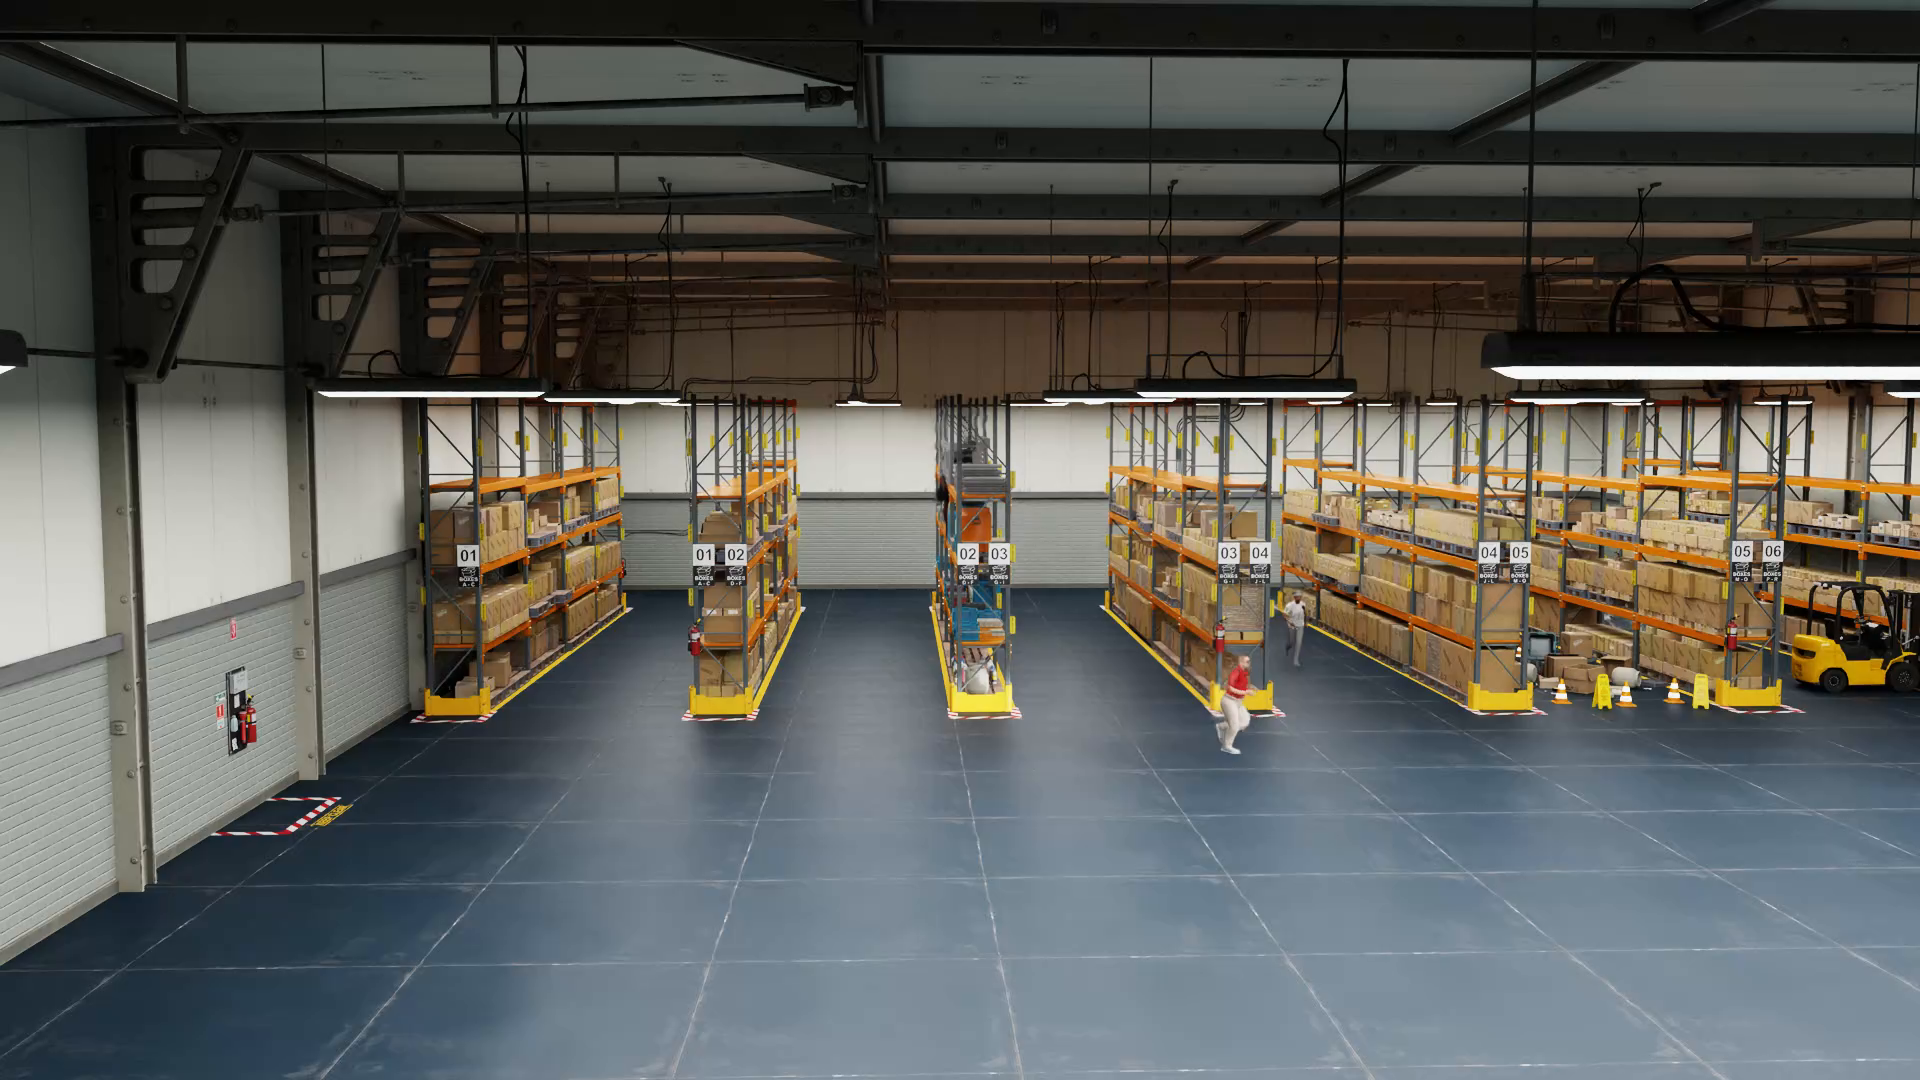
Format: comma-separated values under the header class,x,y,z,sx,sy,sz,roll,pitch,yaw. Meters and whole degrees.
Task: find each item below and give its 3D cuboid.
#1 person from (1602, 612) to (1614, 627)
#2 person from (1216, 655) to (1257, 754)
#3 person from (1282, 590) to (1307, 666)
class,x,y,z,sx,sy,sz,roll,pitch,yaw
person,16.249,1.542,41.765,0.656,1.792,0.981,0,5,-3
person,4.596,2.728,27.637,0.746,1.665,0.647,3,5,33
person,7.555,1.953,37.486,0.599,1.686,0.851,-1,5,-8
